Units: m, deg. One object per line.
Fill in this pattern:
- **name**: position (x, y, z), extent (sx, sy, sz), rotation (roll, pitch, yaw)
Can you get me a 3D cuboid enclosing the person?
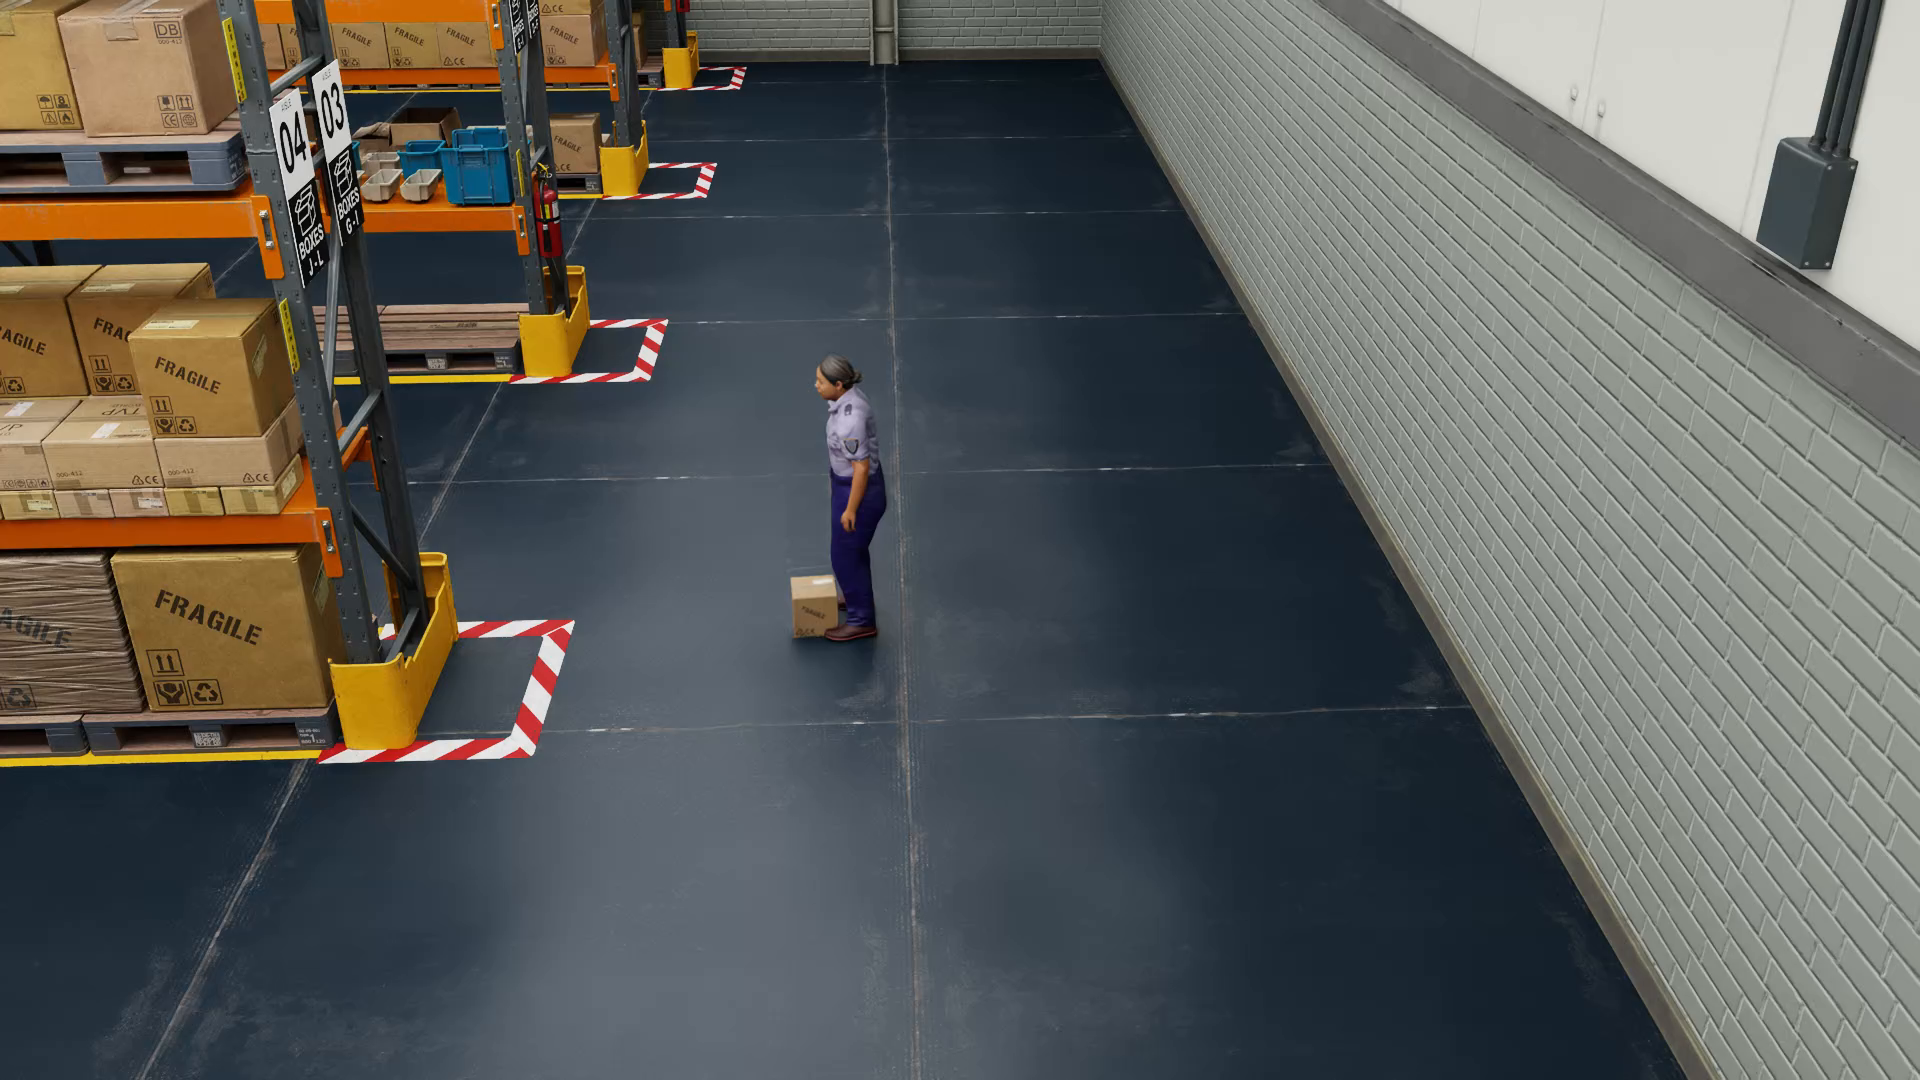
- **person**: position (-0.592, -0.254, 9.113), extent (0.372, 1.650, 0.546), rotation (-2, 28, -5)
